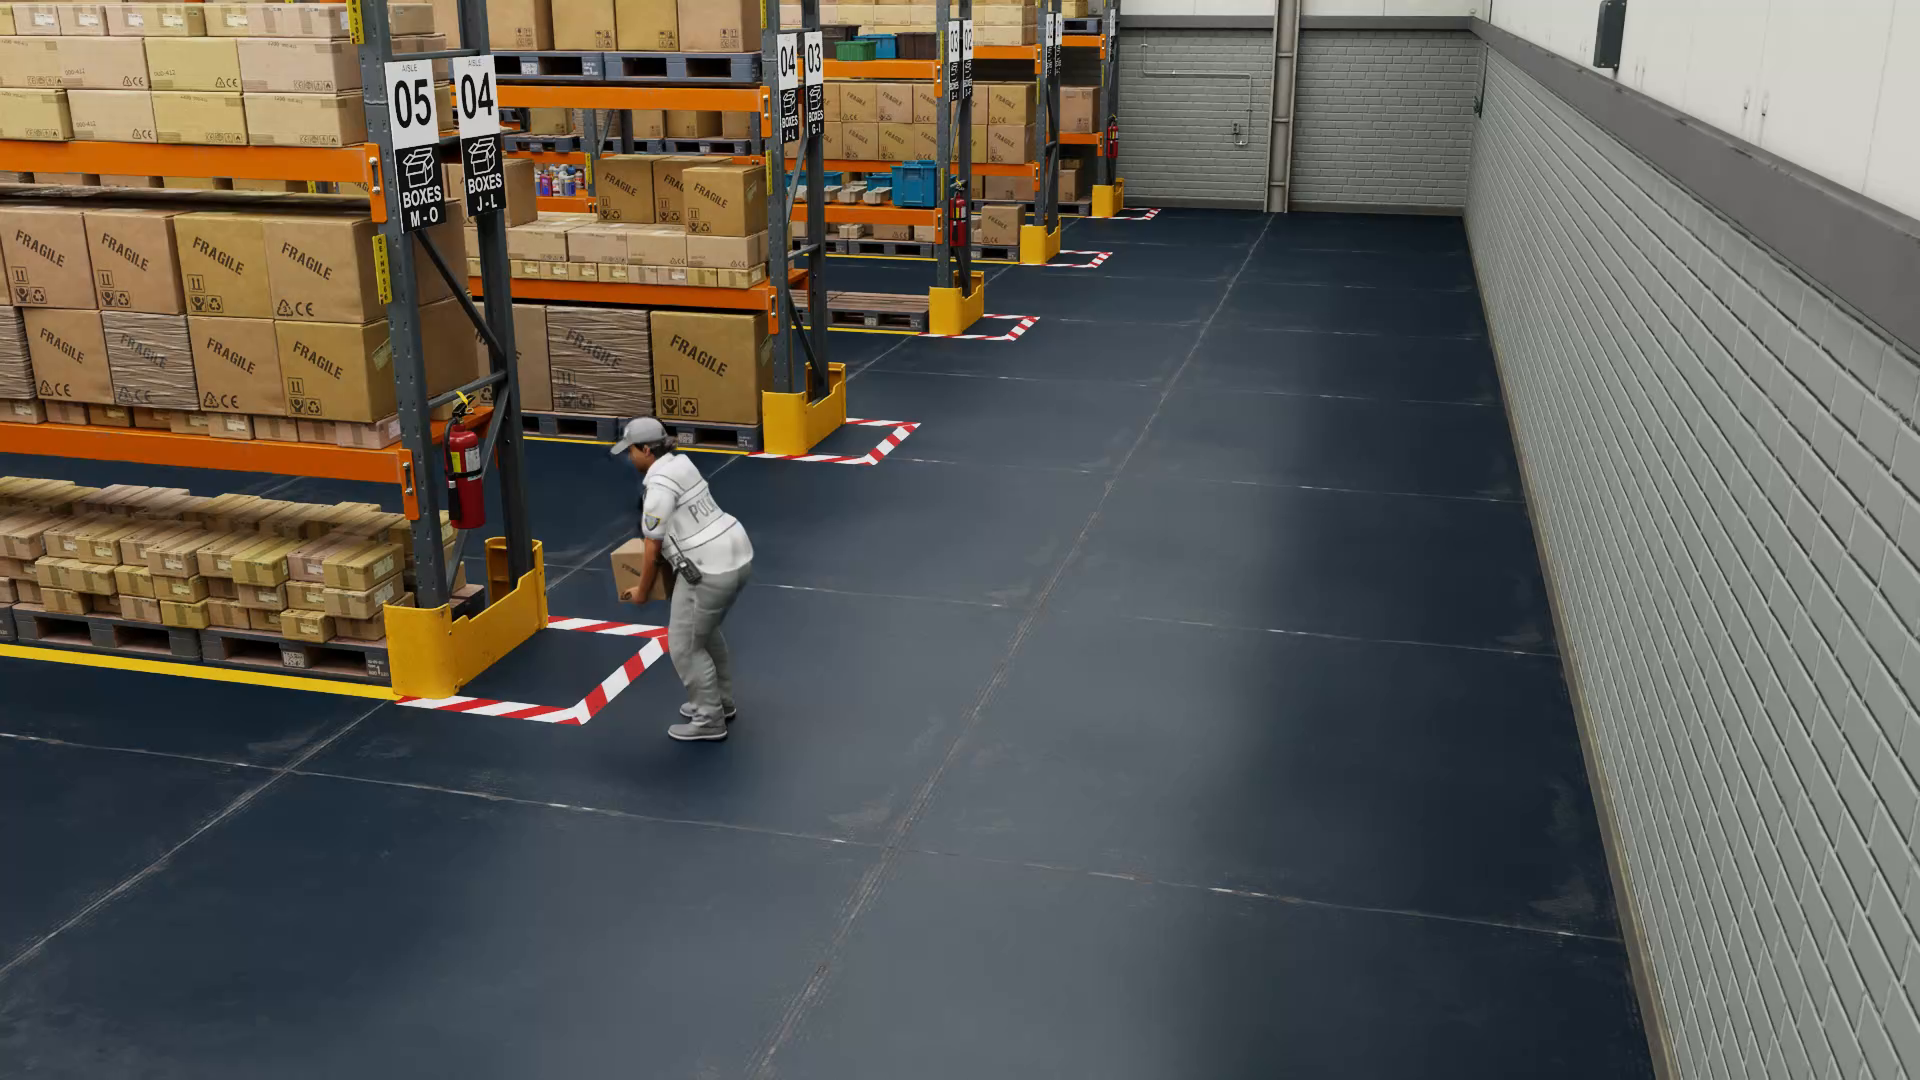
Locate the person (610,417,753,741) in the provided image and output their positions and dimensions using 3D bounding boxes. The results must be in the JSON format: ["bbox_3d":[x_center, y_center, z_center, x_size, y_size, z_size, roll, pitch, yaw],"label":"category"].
[{"bbox_3d":[-1.359,0.181,8.140,0.633,1.594,0.452,4,19,12],"label":"person"}]
